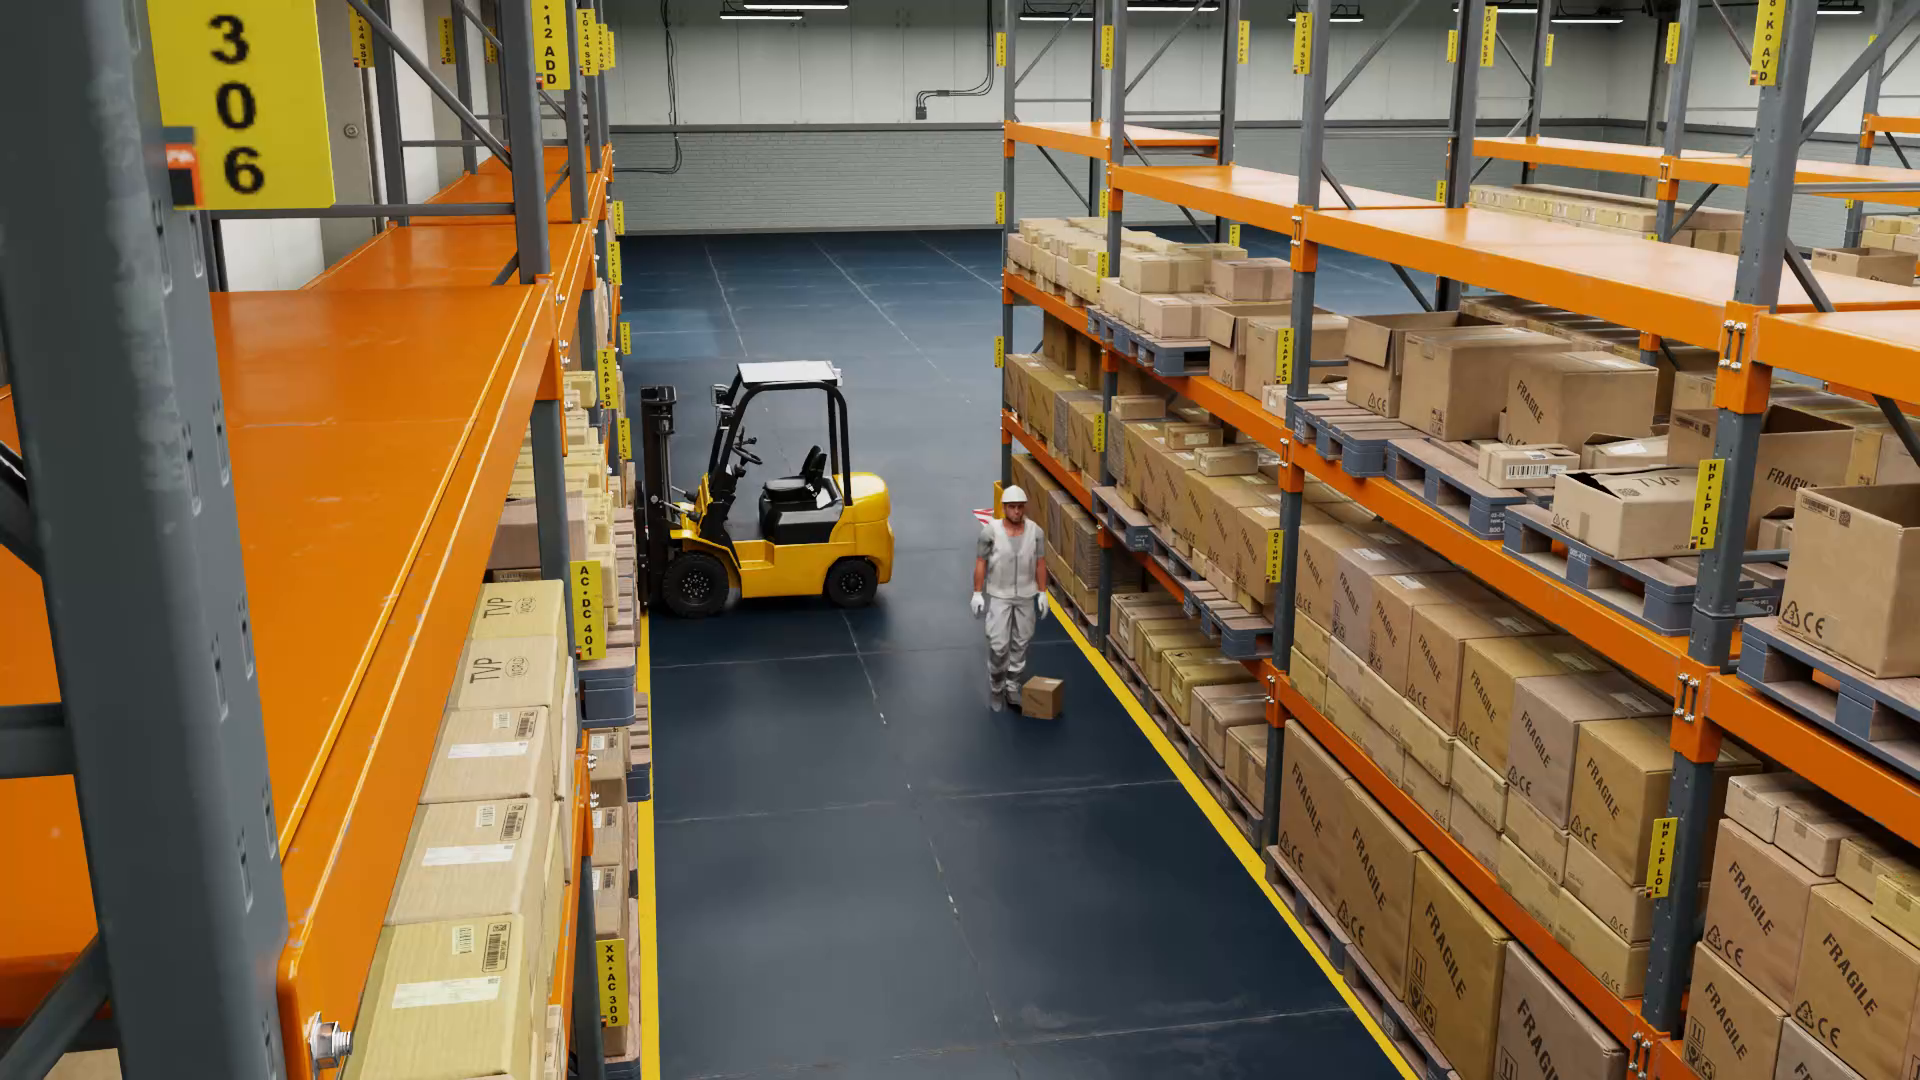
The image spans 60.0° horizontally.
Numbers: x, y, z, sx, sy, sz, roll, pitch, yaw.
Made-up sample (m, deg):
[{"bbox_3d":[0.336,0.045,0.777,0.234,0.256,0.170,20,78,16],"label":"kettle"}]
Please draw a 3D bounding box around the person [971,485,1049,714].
[{"bbox_3d":[0.388,0.471,12.858,0.593,1.828,0.468,-3,17,-12],"label":"person"}]
